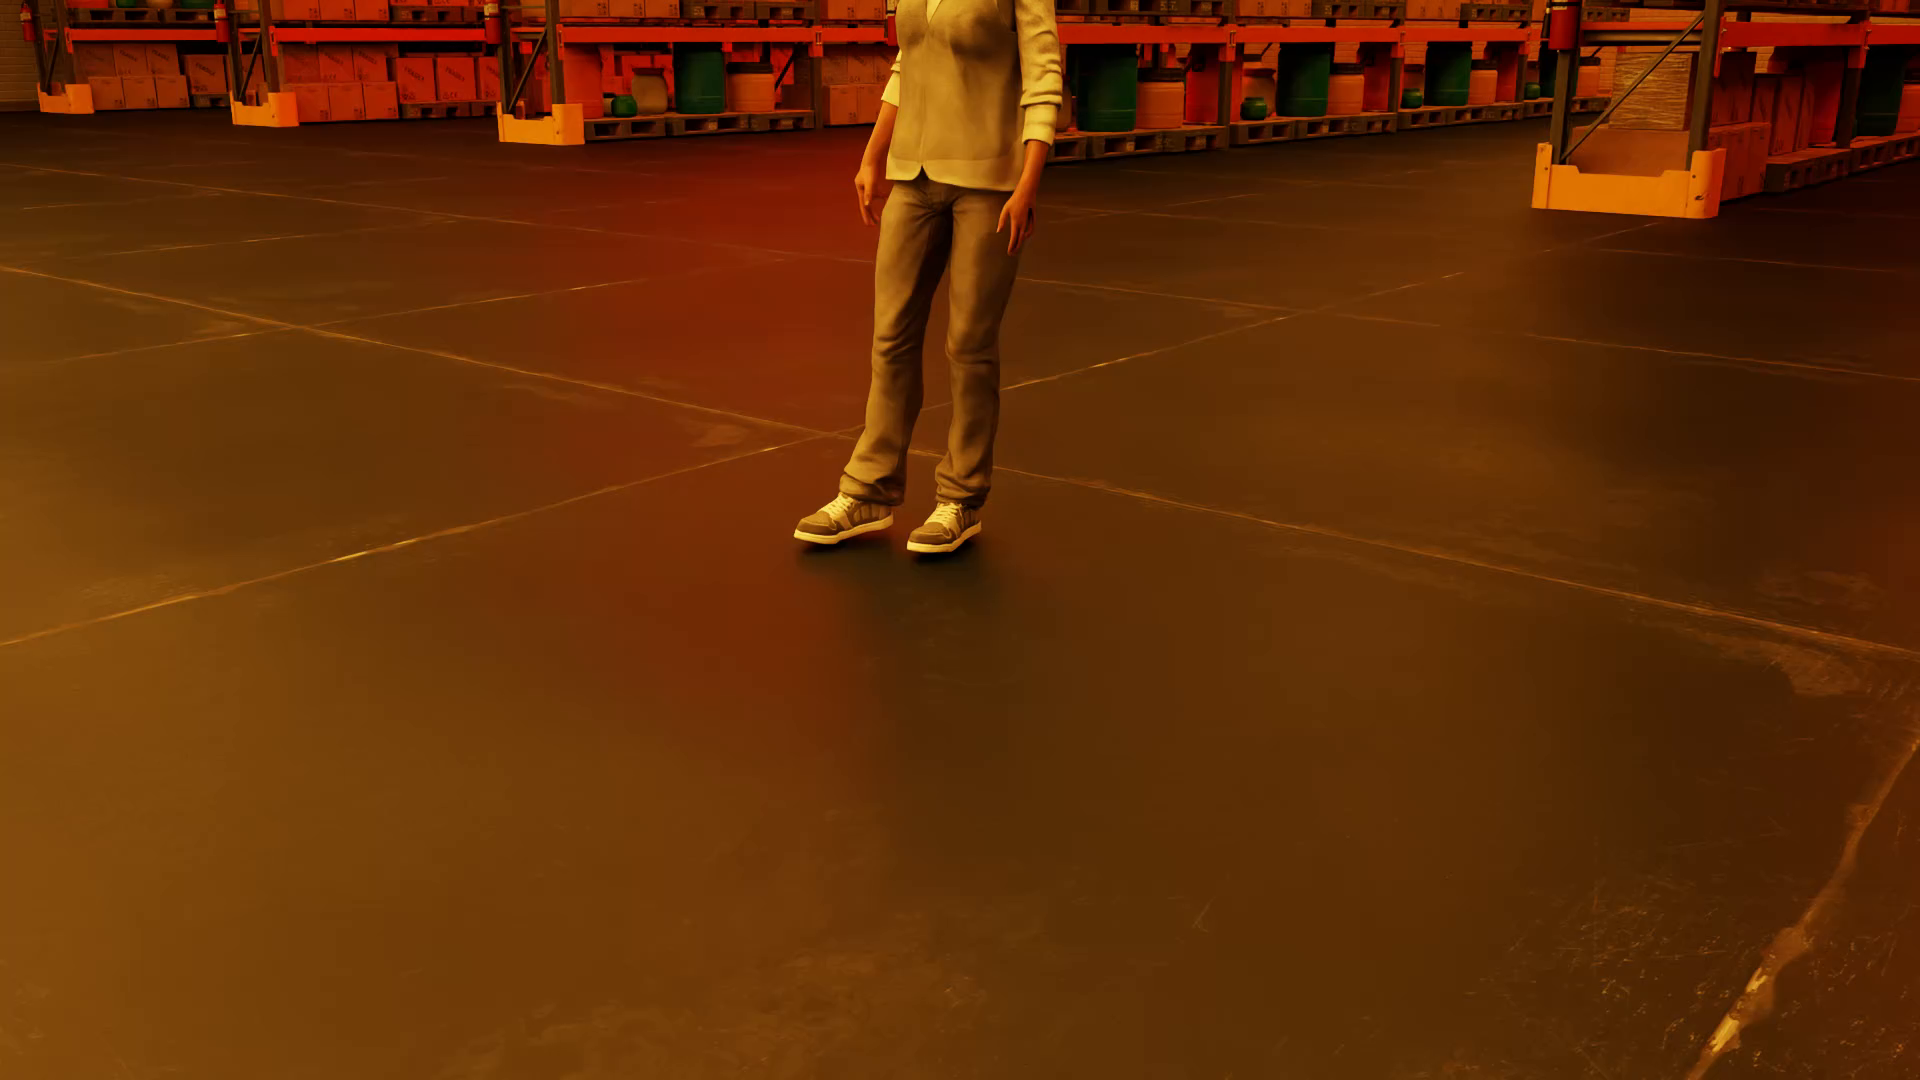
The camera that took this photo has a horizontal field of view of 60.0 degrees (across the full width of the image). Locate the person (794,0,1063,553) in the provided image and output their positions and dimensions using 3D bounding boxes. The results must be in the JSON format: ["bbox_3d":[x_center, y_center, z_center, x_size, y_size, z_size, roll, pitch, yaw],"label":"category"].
[{"bbox_3d":[-0.059,-0.757,3.661,0.520,1.599,0.473,13,21,37],"label":"person"}]
